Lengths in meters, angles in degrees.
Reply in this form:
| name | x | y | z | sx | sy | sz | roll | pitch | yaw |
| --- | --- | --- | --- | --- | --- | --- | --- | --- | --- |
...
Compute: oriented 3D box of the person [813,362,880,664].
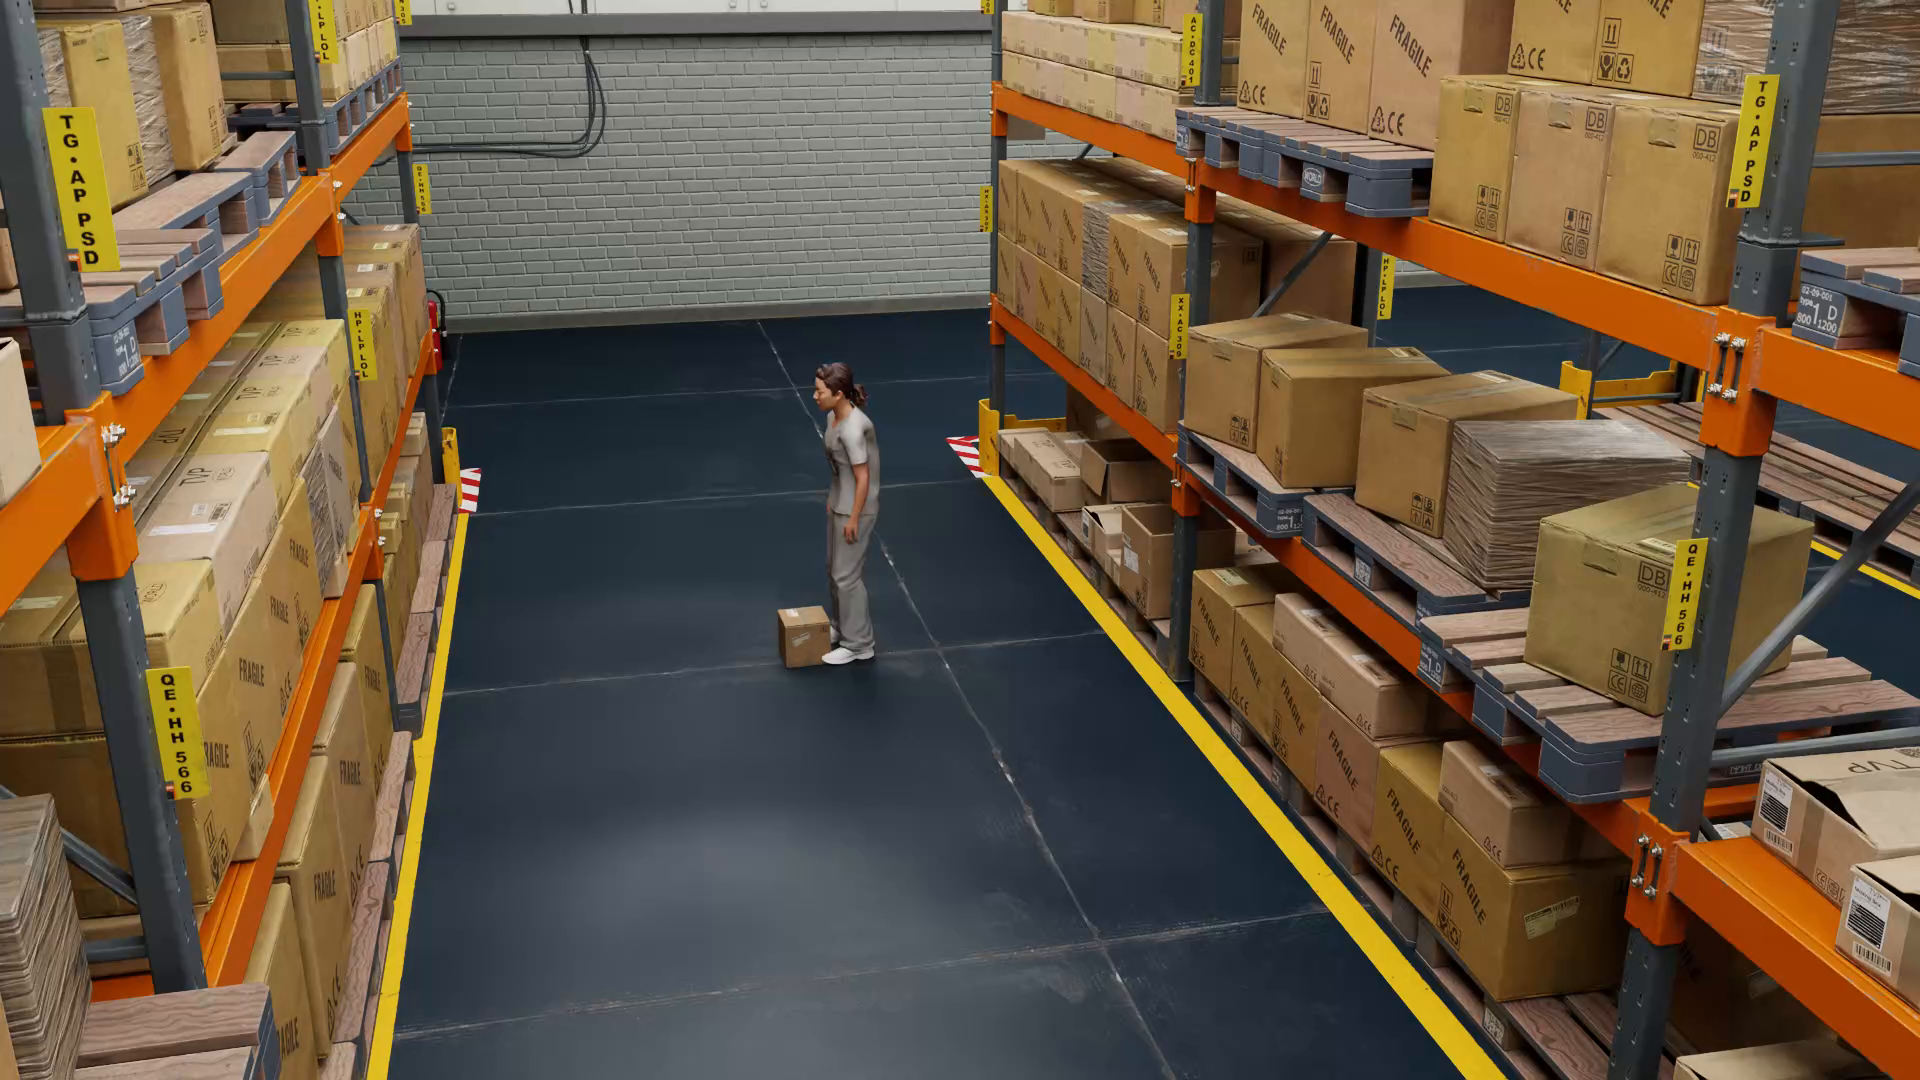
| name | x | y | z | sx | sy | sz | roll | pitch | yaw |
| --- | --- | --- | --- | --- | --- | --- | --- | --- | --- |
| person | -0.622 | -0.158 | 9.017 | 0.365 | 1.671 | 0.504 | -6 | 20 | -15 |
